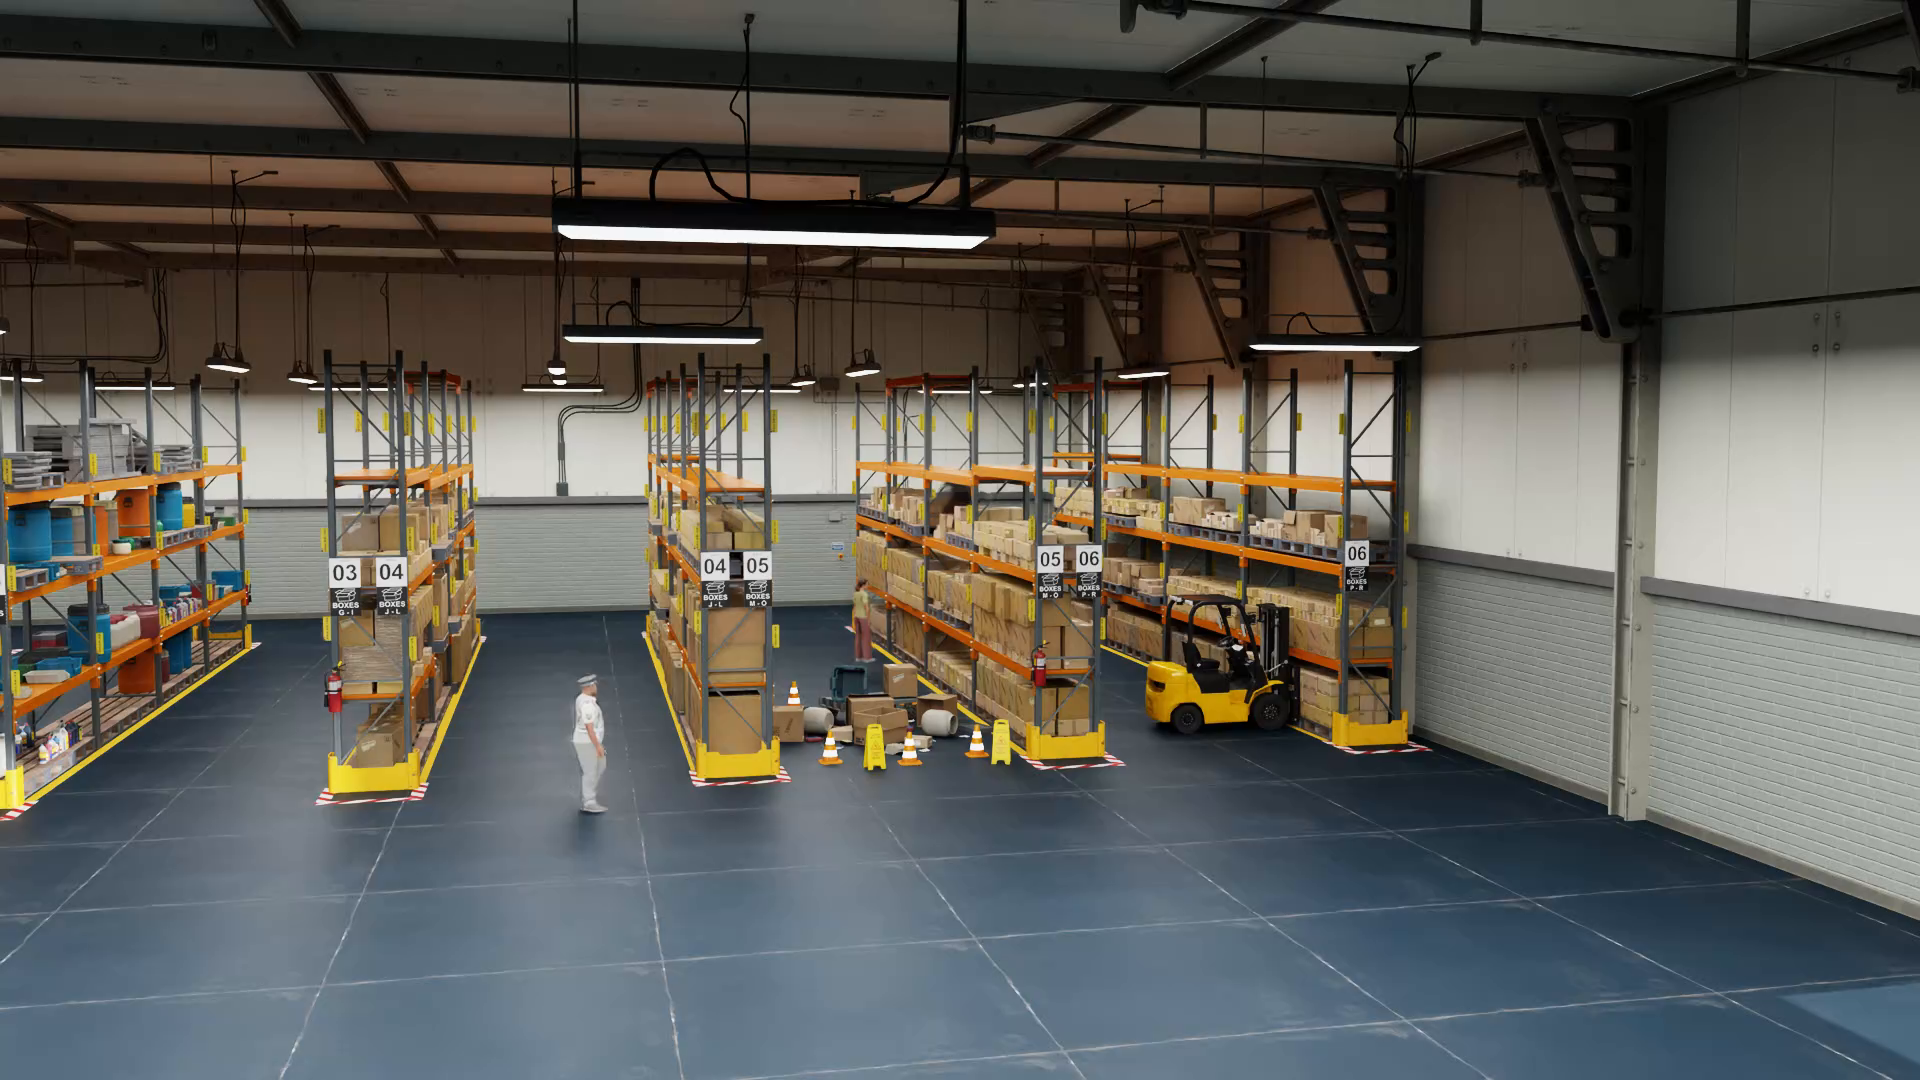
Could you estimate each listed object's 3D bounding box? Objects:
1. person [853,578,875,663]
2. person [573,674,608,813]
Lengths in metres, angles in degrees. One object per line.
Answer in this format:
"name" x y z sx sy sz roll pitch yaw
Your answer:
"person" -1.889 1.578 32.860 0.399 1.678 0.499 -3 5 -41
"person" -4.791 2.655 21.566 0.450 1.830 0.580 0 4 -4
